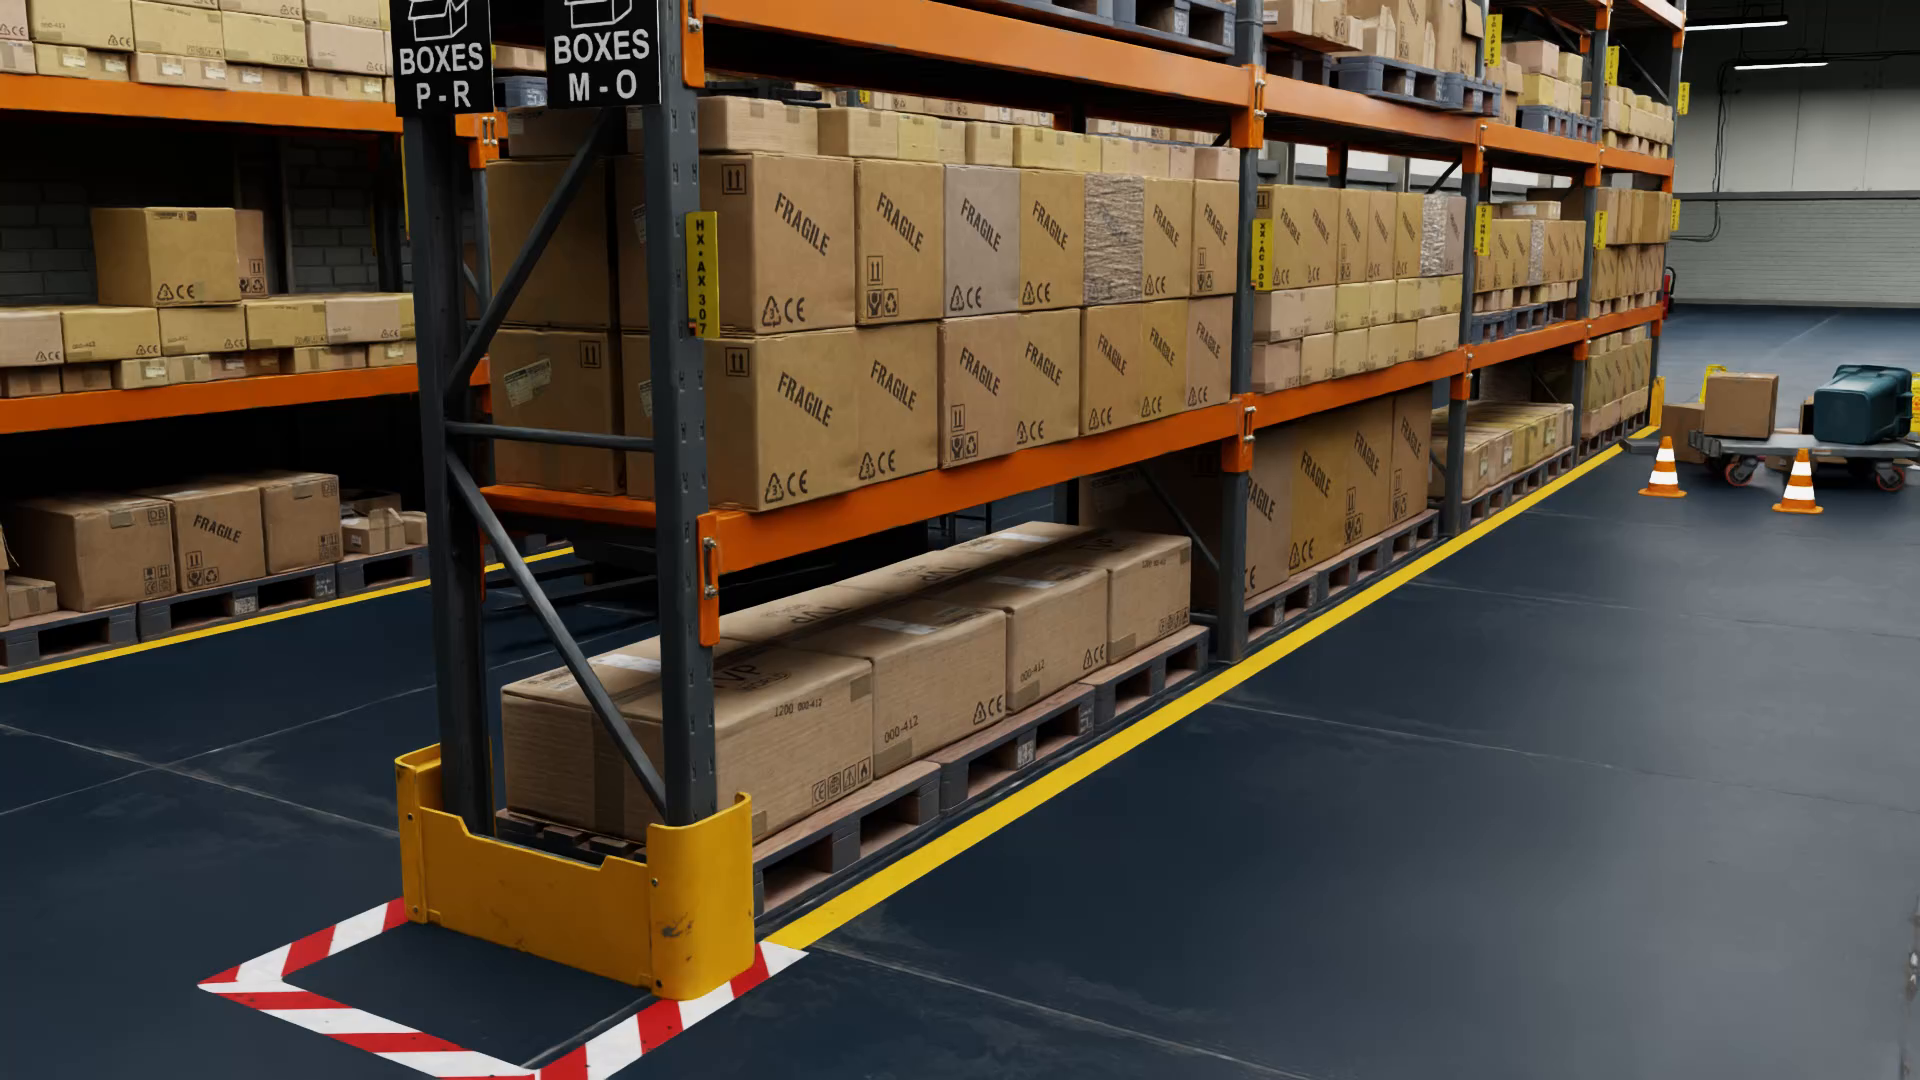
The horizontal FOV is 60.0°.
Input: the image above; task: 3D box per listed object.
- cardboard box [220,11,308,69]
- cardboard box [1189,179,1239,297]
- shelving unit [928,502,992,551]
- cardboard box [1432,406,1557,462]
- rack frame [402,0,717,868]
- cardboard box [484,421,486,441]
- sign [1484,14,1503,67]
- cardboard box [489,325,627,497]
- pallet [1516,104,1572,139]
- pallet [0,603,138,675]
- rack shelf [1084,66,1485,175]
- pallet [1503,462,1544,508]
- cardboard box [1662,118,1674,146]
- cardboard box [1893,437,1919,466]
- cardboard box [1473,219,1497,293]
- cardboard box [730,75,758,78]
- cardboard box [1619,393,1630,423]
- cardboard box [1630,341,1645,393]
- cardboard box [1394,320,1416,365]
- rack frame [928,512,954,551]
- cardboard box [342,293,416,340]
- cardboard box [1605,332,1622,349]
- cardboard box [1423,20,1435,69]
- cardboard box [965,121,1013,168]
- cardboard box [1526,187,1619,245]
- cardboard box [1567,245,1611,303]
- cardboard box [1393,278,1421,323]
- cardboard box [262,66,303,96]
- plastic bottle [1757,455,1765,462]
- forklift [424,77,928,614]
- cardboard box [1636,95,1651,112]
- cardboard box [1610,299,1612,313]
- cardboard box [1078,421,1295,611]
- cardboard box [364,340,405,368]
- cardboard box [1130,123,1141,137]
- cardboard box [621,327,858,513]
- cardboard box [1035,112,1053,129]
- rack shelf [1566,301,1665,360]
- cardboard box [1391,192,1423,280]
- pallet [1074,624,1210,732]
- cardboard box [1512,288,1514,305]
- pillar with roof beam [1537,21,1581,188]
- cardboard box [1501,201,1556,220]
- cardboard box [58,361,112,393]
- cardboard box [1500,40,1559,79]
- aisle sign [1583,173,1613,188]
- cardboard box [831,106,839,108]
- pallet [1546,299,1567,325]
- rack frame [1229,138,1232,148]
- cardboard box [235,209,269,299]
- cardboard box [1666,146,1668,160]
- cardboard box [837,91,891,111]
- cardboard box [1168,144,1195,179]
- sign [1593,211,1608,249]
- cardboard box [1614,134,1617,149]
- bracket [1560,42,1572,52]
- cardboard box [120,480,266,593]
[{"bbox_3d":[-3.888,-2.673,8.943,0.500,0.250,0.500,7,13,32],"label":"cardboard box"},{"bbox_3d":[0.921,-1.355,7.464,0.500,0.500,0.500,6,12,30],"label":"cardboard box"},{"bbox_3d":[-0.086,-1.006,11.036,0.431,2.100,0.503,6,12,31],"label":"shelving unit"},{"bbox_3d":[4.443,-0.891,13.978,0.950,0.372,0.625,7,13,34],"label":"cardboard box"},{"bbox_3d":[-1.147,-0.285,4.742,1.000,3.000,0.127,6,12,31],"label":"rack frame"},{"bbox_3d":[-2.901,-0.716,10.929,0.380,0.149,0.250,7,13,33],"label":"cardboard box"},{"bbox_3d":[3.477,-3.257,10.842,0.100,0.325,0.005,6,12,31],"label":"sign"},{"bbox_3d":[-1.123,-0.436,5.273,0.500,0.500,0.500,6,12,31],"label":"cardboard box"},{"bbox_3d":[4.136,-3.304,13.227,1.213,0.211,1.003,6,12,31],"label":"pallet"},{"bbox_3d":[-4.939,0.474,8.263,1.003,0.211,1.213,6,12,31],"label":"pallet"},{"bbox_3d":[1.968,-2.350,9.573,1.077,0.370,4.000,6,12,31],"label":"rack shelf"},{"bbox_3d":[4.048,-0.487,13.396,1.003,0.211,1.213,6,12,31],"label":"pallet"},{"bbox_3d":[7.125,-4.242,17.326,0.500,0.250,0.500,6,12,30],"label":"cardboard box"},{"bbox_3d":[8.685,-0.818,15.017,0.396,0.266,0.258,9,14,40],"label":"cardboard box"},{"bbox_3d":[3.438,-1.994,11.647,0.500,0.500,0.500,6,12,29],"label":"cardboard box"},{"bbox_3d":[-1.708,-3.514,12.349,0.380,0.149,0.250,6,12,29],"label":"cardboard box"},{"bbox_3d":[6.428,-1.340,16.708,0.500,0.250,0.500,6,12,29],"label":"cardboard box"},{"bbox_3d":[6.699,-1.792,17.082,0.500,0.500,0.500,7,13,33],"label":"cardboard box"},{"bbox_3d":[2.439,-1.206,10.067,0.500,0.250,0.500,6,12,30],"label":"cardboard box"},{"bbox_3d":[-0.213,-0.968,10.831,0.400,2.100,0.015,6,12,31],"label":"rack frame"},{"bbox_3d":[-3.370,-1.357,10.066,0.500,0.250,0.500,7,13,32],"label":"cardboard box"},{"bbox_3d":[6.139,-1.920,16.001,0.380,0.149,0.250,7,13,34],"label":"cardboard box"},{"bbox_3d":[2.591,-2.908,9.825,0.396,0.266,0.258,6,12,29],"label":"cardboard box"},{"bbox_3d":[-0.040,-1.377,5.820,0.380,0.149,0.250,7,12,31],"label":"cardboard box"},{"bbox_3d":[5.497,-2.908,14.953,0.700,0.500,0.500,6,12,30],"label":"cardboard box"},{"bbox_3d":[5.550,-2.411,15.014,0.500,0.500,0.500,6,12,31],"label":"cardboard box"},{"bbox_3d":[2.461,-1.452,10.021,0.500,0.250,0.500,6,12,29],"label":"cardboard box"},{"bbox_3d":[-3.820,-2.497,9.088,0.380,0.149,0.250,7,13,33],"label":"cardboard box"},{"bbox_3d":[7.356,-0.752,15.220,0.133,0.061,0.283,9,14,40],"label":"plastic bottle"},{"bbox_3d":[-1.557,-1.121,9.389,1.130,2.935,3.031,9,14,41],"label":"forklift"},{"bbox_3d":[6.469,-4.219,16.117,0.380,0.149,0.250,7,13,32],"label":"cardboard box"},{"bbox_3d":[5.989,-2.238,15.854,0.380,0.149,0.250,6,12,30],"label":"cardboard box"},{"bbox_3d":[1.183,-0.182,8.821,0.875,0.875,0.875,7,13,32],"label":"cardboard box"},{"bbox_3d":[-3.495,-1.104,9.798,0.380,0.149,0.250,7,13,32],"label":"cardboard box"},{"bbox_3d":[1.731,-4.415,17.920,0.380,0.149,0.250,7,13,32],"label":"cardboard box"},{"bbox_3d":[-0.652,-0.383,4.989,0.500,0.500,0.500,6,12,30],"label":"cardboard box"},{"bbox_3d":[0.672,-4.195,16.305,0.500,0.311,0.500,6,12,29],"label":"cardboard box"},{"bbox_3d":[6.122,-2.134,16.569,1.077,0.370,4.000,6,12,31],"label":"rack shelf"},{"bbox_3d":[2.439,-1.819,9.944,0.500,0.500,0.500,6,12,31],"label":"cardboard box"},{"bbox_3d":[0.468,0.568,7.760,1.003,0.211,1.213,6,12,31],"label":"pallet"},{"bbox_3d":[4.023,-1.875,12.772,0.380,0.149,0.250,7,13,33],"label":"cardboard box"},{"bbox_3d":[17.924,-9.564,38.001,9.100,9.000,0.548,6,12,31],"label":"pillar with roof beam"},{"bbox_3d":[4.568,-2.644,13.357,0.380,0.149,0.250,6,12,28],"label":"cardboard box"},{"bbox_3d":[-4.470,-0.826,8.314,0.380,0.149,0.250,7,12,32],"label":"cardboard box"},{"bbox_3d":[4.380,-3.760,13.056,0.500,0.250,0.500,7,12,32],"label":"cardboard box"},{"bbox_3d":[6.927,-4.119,18.154,0.394,0.787,0.004,6,12,31],"label":"aisle sign"},{"bbox_3d":[-1.297,-3.314,13.175,0.500,0.250,0.500,6,12,29],"label":"cardboard box"},{"bbox_3d":[4.562,-1.972,14.273,1.003,0.211,1.213,6,12,31],"label":"pallet"},{"bbox_3d":[2.916,-6.224,20.161,1.000,3.000,0.127,6,12,31],"label":"rack frame"},{"bbox_3d":[-4.315,-1.620,9.434,0.500,0.500,0.500,6,12,29],"label":"cardboard box"},{"bbox_3d":[7.214,-4.070,17.488,0.380,0.149,0.250,6,12,31],"label":"cardboard box"},{"bbox_3d":[-0.797,-3.658,13.828,0.380,0.166,0.250,6,12,31],"label":"cardboard box"},{"bbox_3d":[0.812,-1.664,7.354,0.380,0.149,0.250,7,13,32],"label":"cardboard box"},{"bbox_3d":[5.559,-2.689,14.436,0.100,0.325,0.005,6,12,31],"label":"sign"},{"bbox_3d":[5.837,-3.670,15.353,0.380,0.149,0.250,7,13,32],"label":"cardboard box"},{"bbox_3d":[14.332,-11.645,39.337,0.235,0.232,0.430,6,12,31],"label":"bracket"},{"bbox_3d":[-4.156,-0.028,9.020,0.500,0.500,0.500,7,12,32],"label":"cardboard box"}]
